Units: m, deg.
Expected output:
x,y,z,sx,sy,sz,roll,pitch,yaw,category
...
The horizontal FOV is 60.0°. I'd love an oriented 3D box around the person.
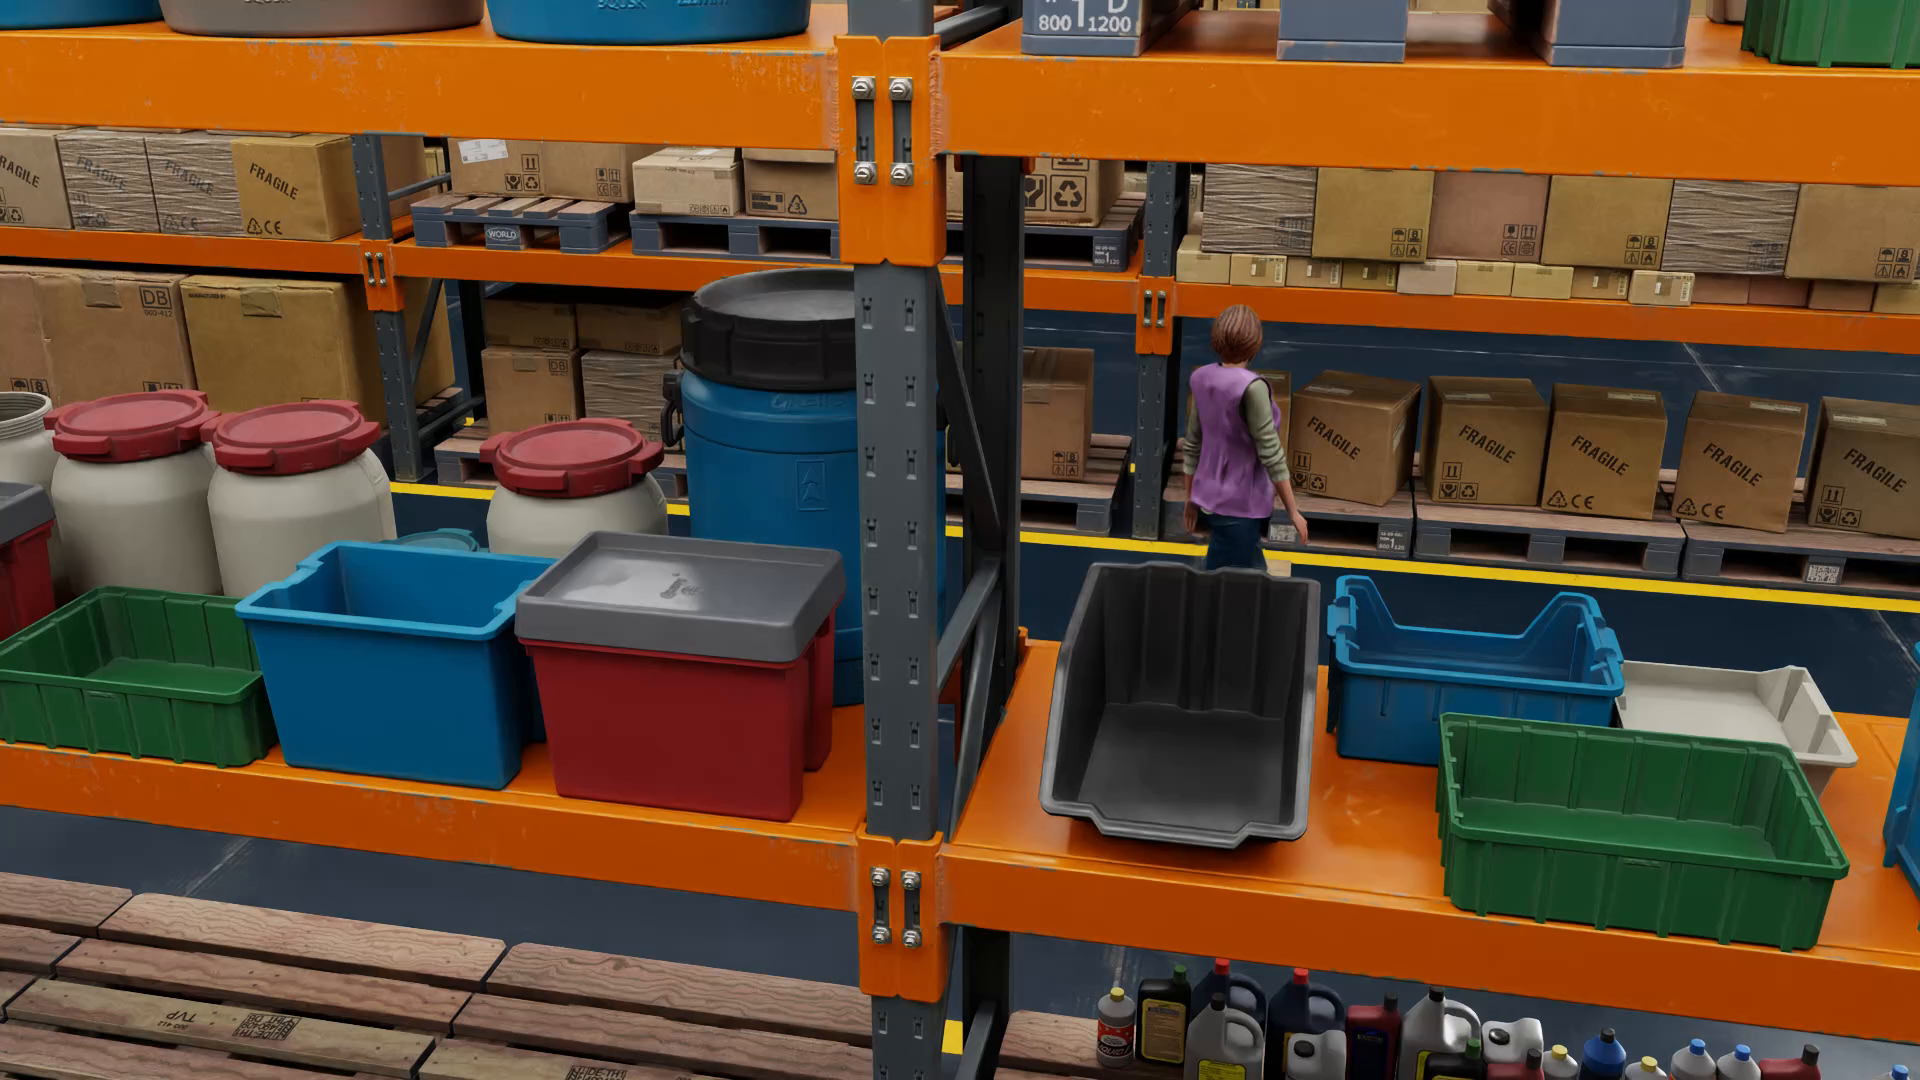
x,y,z,sx,sy,sz,roll,pitch,yaw,category
1.063,-0.125,6.407,0.826,1.566,0.481,-8,23,-20,person
